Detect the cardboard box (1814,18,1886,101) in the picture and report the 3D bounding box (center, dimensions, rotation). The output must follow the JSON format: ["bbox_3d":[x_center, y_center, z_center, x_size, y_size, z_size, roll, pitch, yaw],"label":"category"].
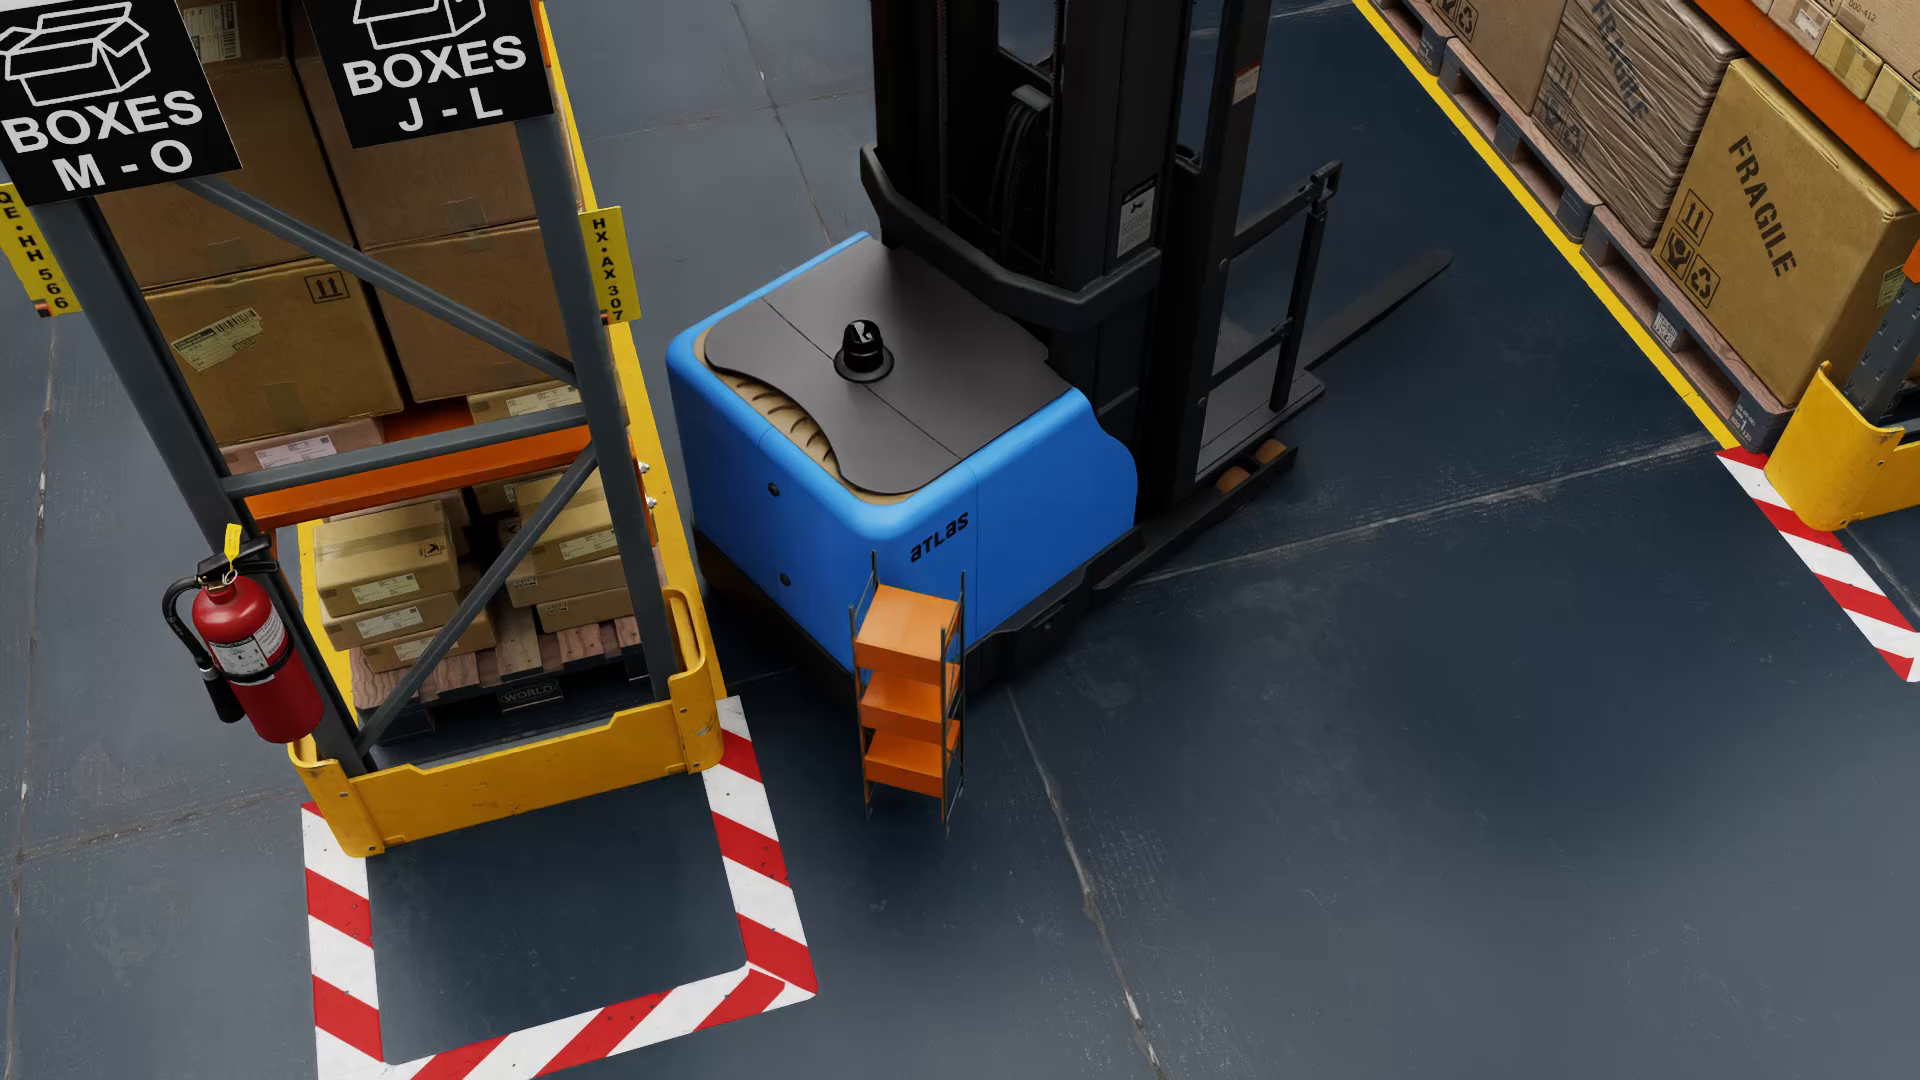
[{"bbox_3d":[2.963,-1.551,5.260,0.380,0.149,0.250,-13,51,-11],"label":"cardboard box"}]

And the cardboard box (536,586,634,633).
[{"bbox_3d":[-1.155,0.119,5.278,0.380,0.149,0.250,-12,51,-10],"label":"cardboard box"}]

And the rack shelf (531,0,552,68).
[{"bbox_3d":[-1.898,-2.405,4.324,1.077,0.370,4.000,-13,51,-11],"label":"rack shelf"}]

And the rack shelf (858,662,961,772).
[{"bbox_3d":[-0.135,0.471,4.680,0.240,0.259,0.215,13,51,10],"label":"rack shelf"}]

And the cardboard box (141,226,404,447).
[{"bbox_3d":[-1.685,-0.607,4.040,0.500,0.500,0.500,-12,51,-10],"label":"cardboard box"}]

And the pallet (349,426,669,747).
[{"bbox_3d":[-1.535,0.033,5.584,1.003,0.211,1.213,-13,51,-11],"label":"pallet"}]

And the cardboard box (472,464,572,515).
[{"bbox_3d":[-1.333,-0.251,5.201,0.380,0.149,0.250,-12,51,-10],"label":"cardboard box"}]

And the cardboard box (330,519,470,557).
[{"bbox_3d":[-1.761,-0.046,5.222,0.380,0.149,0.250,-14,51,-12],"label":"cardboard box"}]

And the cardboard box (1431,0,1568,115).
[{"bbox_3d":[2.664,-2.471,6.987,0.875,0.875,0.875,-13,51,-11],"label":"cardboard box"}]

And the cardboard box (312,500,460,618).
[{"bbox_3d":[-1.705,0.053,4.944,0.380,0.149,0.250,-13,51,-11],"label":"cardboard box"}]

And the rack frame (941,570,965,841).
[{"bbox_3d":[-0.018,0.490,4.650,0.008,1.050,0.200,13,51,10],"label":"rack frame"}]

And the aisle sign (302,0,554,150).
[{"bbox_3d":[-0.998,-1.062,2.983,0.394,0.787,0.004,-13,51,-11],"label":"aisle sign"}]

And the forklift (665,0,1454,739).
[{"bbox_3d":[0.554,-1.309,4.936,3.031,2.935,1.130,-35,58,-26],"label":"forklift"}]

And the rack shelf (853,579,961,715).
[{"bbox_3d":[-0.135,0.288,4.463,0.240,0.259,0.215,13,51,10],"label":"rack shelf"}]

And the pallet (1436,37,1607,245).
[{"bbox_3d":[2.793,-1.814,7.141,1.003,0.211,1.213,-13,51,-11],"label":"pallet"}]

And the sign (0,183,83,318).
[{"bbox_3d":[-1.842,-0.573,3.307,0.100,0.325,0.005,-13,51,-11],"label":"sign"}]

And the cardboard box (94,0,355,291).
[{"bbox_3d":[-1.679,-0.938,3.665,0.500,0.500,0.500,-14,51,-12],"label":"cardboard box"}]

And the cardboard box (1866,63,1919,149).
[{"bbox_3d":[3.042,-1.362,5.100,0.380,0.149,0.250,-12,51,-10],"label":"cardboard box"}]

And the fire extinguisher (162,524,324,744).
[{"bbox_3d":[-1.673,0.224,3.894,0.296,0.674,0.183,-13,51,-11],"label":"fire extinguisher"}]

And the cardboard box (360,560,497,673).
[{"bbox_3d":[-1.661,0.237,5.178,0.380,0.149,0.250,-13,51,-10],"label":"cardboard box"}]

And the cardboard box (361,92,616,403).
[{"bbox_3d":[-1.175,-0.728,4.142,0.500,0.500,0.500,-11,51,-9],"label":"cardboard box"}]

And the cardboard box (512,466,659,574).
[{"bbox_3d":[-1.137,-0.077,5.054,0.380,0.149,0.250,-15,52,-13],"label":"cardboard box"}]

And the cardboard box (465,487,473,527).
[{"bbox_3d":[-1.830,-0.140,5.496,0.380,0.149,0.250,-14,51,-11],"label":"cardboard box"}]

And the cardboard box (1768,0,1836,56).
[{"bbox_3d":[2.890,-1.736,5.415,0.380,0.149,0.250,-13,51,-11],"label":"cardboard box"}]

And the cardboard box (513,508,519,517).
[{"bbox_3d":[-1.243,-0.175,5.331,0.380,0.149,0.250,-14,51,-11],"label":"cardboard box"}]

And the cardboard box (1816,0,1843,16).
[{"bbox_3d":[2.915,-1.969,5.352,0.500,0.250,0.500,-14,51,-12],"label":"cardboard box"}]

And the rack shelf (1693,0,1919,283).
[{"bbox_3d":[2.870,-2.486,6.354,1.077,0.370,4.000,-13,51,-11],"label":"rack shelf"}]

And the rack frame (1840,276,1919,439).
[{"bbox_3d":[3.462,-1.257,4.848,1.000,3.000,0.127,-13,51,-11],"label":"rack frame"}]

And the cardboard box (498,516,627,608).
[{"bbox_3d":[-1.216,0.038,5.152,0.380,0.149,0.250,-11,51,-9],"label":"cardboard box"}]

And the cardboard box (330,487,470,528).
[{"bbox_3d":[-1.724,-0.143,5.110,0.380,0.149,0.250,-12,51,-10],"label":"cardboard box"}]

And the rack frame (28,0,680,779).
[{"bbox_3d":[-1.306,-0.209,3.964,1.000,3.000,0.127,-13,51,-11],"label":"rack frame"}]

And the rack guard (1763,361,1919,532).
[{"bbox_3d":[3.469,-0.434,5.789,1.175,0.500,0.348,-13,51,-11],"label":"rack guard"}]

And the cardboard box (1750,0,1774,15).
[{"bbox_3d":[2.817,-1.918,5.569,0.380,0.149,0.250,-13,51,-10],"label":"cardboard box"}]

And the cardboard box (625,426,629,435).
[{"bbox_3d":[-1.362,-0.445,5.753,0.380,0.149,0.250,-13,51,-11],"label":"cardboard box"}]

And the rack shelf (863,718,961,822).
[{"bbox_3d":[-0.135,0.650,4.893,0.240,0.259,0.215,13,51,10],"label":"rack shelf"}]

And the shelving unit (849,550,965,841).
[{"bbox_3d":[-0.135,0.464,4.672,0.252,1.050,0.215,13,51,10],"label":"shelving unit"}]

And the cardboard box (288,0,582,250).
[{"bbox_3d":[-1.185,-1.048,3.757,0.500,0.500,0.500,-14,51,-11],"label":"cardboard box"}]

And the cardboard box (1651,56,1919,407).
[{"bbox_3d":[3.196,-1.157,5.878,0.875,0.875,0.875,-13,51,-11],"label":"cardboard box"}]

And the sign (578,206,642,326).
[{"bbox_3d":[-0.788,-0.611,3.737,0.100,0.325,0.005,-13,51,-11],"label":"sign"}]

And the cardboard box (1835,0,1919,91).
[{"bbox_3d":[3.065,-1.598,5.039,0.500,0.250,0.500,-14,51,-12],"label":"cardboard box"}]

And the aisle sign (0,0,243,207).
[{"bbox_3d":[-1.571,-0.926,2.868,0.394,0.787,0.004,-13,51,-11],"label":"aisle sign"}]

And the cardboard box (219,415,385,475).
[{"bbox_3d":[-1.673,-0.302,4.207,0.380,0.149,0.250,-13,51,-11],"label":"cardboard box"}]

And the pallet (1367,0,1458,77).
[{"bbox_3d":[2.429,-2.706,7.894,1.003,0.211,1.213,-13,51,-11],"label":"pallet"}]

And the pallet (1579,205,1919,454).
[{"bbox_3d":[3.150,-0.924,6.391,1.003,0.211,1.213,-13,51,-11],"label":"pallet"}]

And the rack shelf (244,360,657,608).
[{"bbox_3d":[-1.898,-1.438,5.471,1.077,0.370,4.000,-13,51,-11],"label":"rack shelf"}]

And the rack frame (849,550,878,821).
[{"bbox_3d":[-0.252,0.438,4.694,0.008,1.050,0.200,13,51,10],"label":"rack frame"}]

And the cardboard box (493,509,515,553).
[{"bbox_3d":[-1.311,-0.053,5.423,0.380,0.149,0.250,-13,51,-11],"label":"cardboard box"}]

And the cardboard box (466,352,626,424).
[{"bbox_3d":[-1.089,-0.439,4.322,0.380,0.149,0.250,-14,51,-11],"label":"cardboard box"}]

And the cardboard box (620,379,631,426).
[{"bbox_3d":[-1.285,-0.464,5.380,0.380,0.149,0.250,-13,51,-11],"label":"cardboard box"}]

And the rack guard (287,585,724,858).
[{"bbox_3d":[-1.329,0.541,4.967,1.175,0.500,0.348,-13,51,-11],"label":"rack guard"}]

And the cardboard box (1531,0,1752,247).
[{"bbox_3d":[2.927,-1.821,6.439,0.875,0.875,0.875,-13,51,-11],"label":"cardboard box"}]

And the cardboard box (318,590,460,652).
[{"bbox_3d":[-1.735,0.157,5.051,0.380,0.149,0.250,-15,51,-12],"label":"cardboard box"}]

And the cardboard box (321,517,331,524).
[{"bbox_3d":[-1.890,-0.222,5.370,0.380,0.149,0.250,-15,52,-12],"label":"cardboard box"}]
